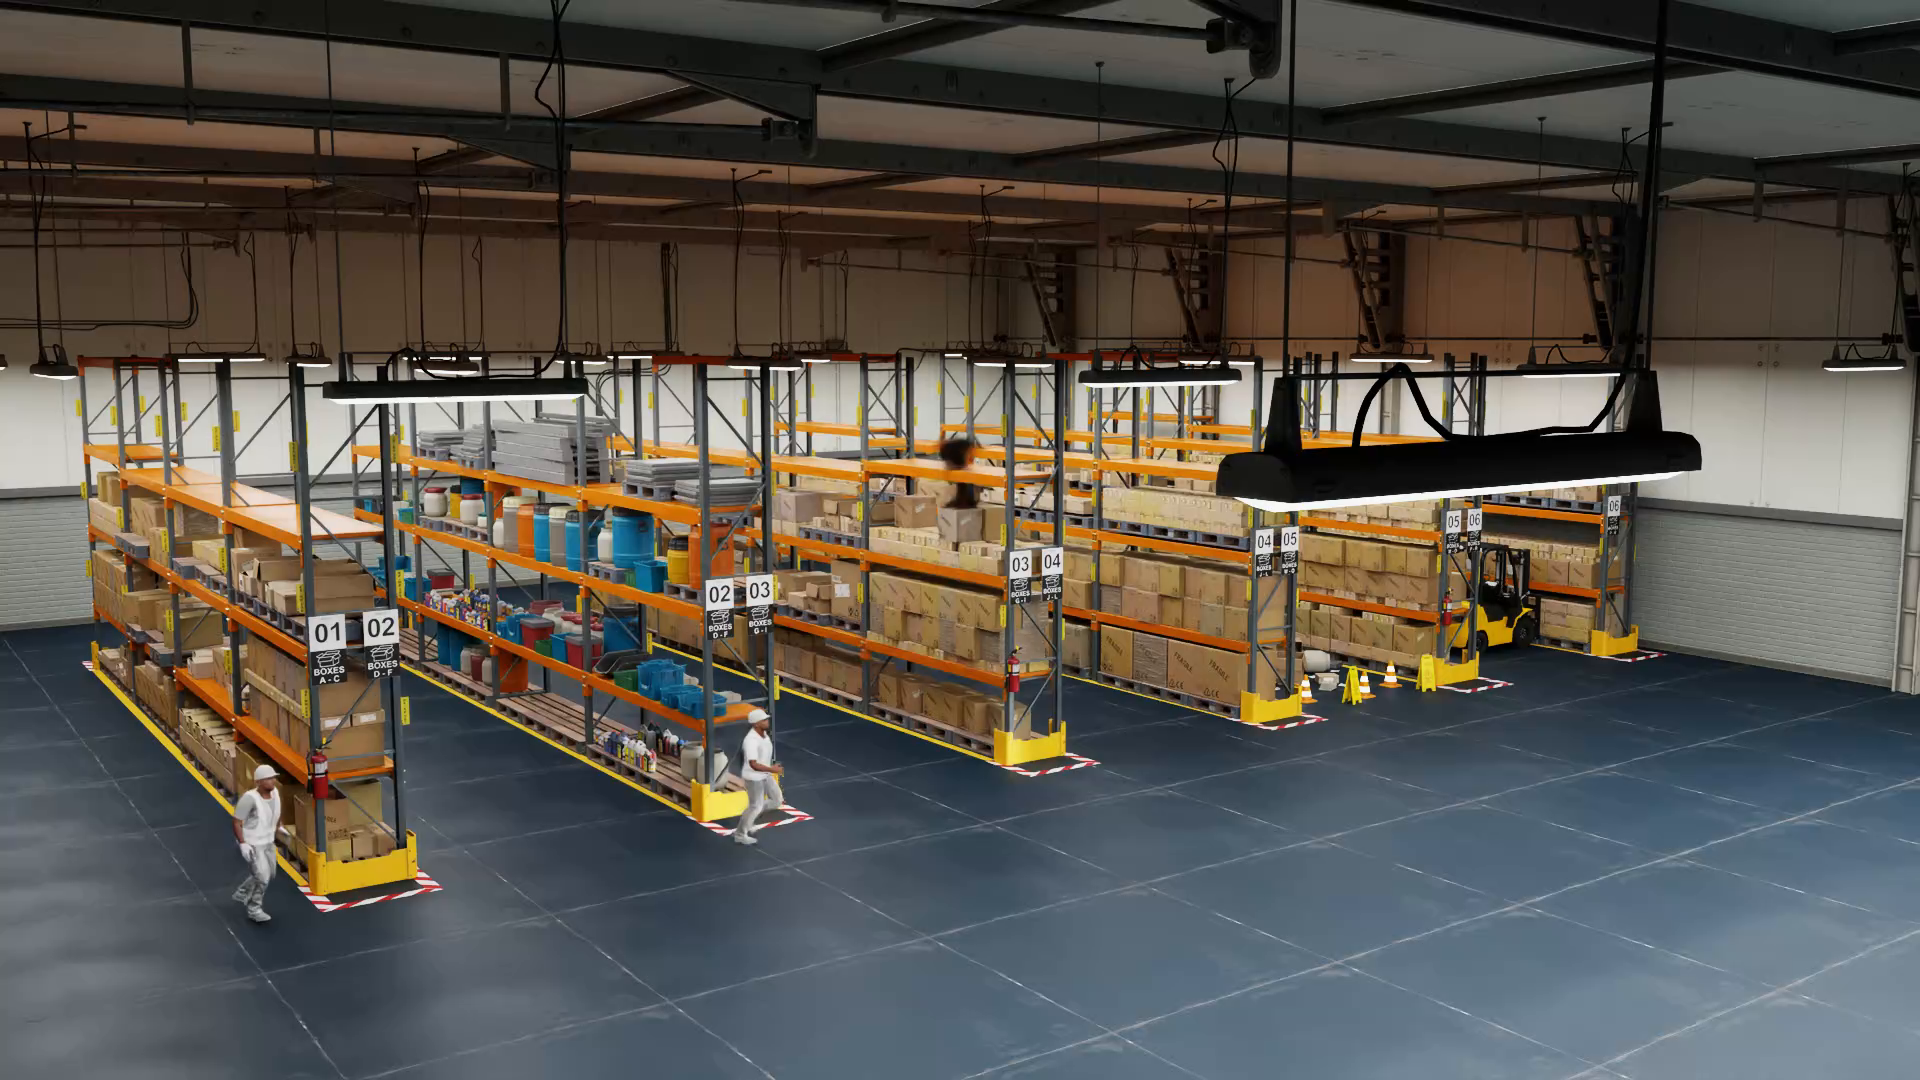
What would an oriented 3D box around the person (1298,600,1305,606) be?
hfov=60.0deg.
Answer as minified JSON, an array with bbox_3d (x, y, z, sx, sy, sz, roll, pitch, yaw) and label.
[{"bbox_3d":[7.590,1.146,35.965,0.646,1.692,0.976,-6,9,-42],"label":"person"}]

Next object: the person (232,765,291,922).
[{"bbox_3d":[-7.748,3.288,18.186,0.714,1.703,0.667,1,7,11],"label":"person"}]

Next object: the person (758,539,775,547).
[{"bbox_3d":[-4.770,0.504,41.366,0.611,1.655,0.907,5,9,37],"label":"person"}]

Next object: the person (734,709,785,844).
[{"bbox_3d":[-2.485,2.951,20.842,0.686,1.712,0.721,2,7,13],"label":"person"}]
